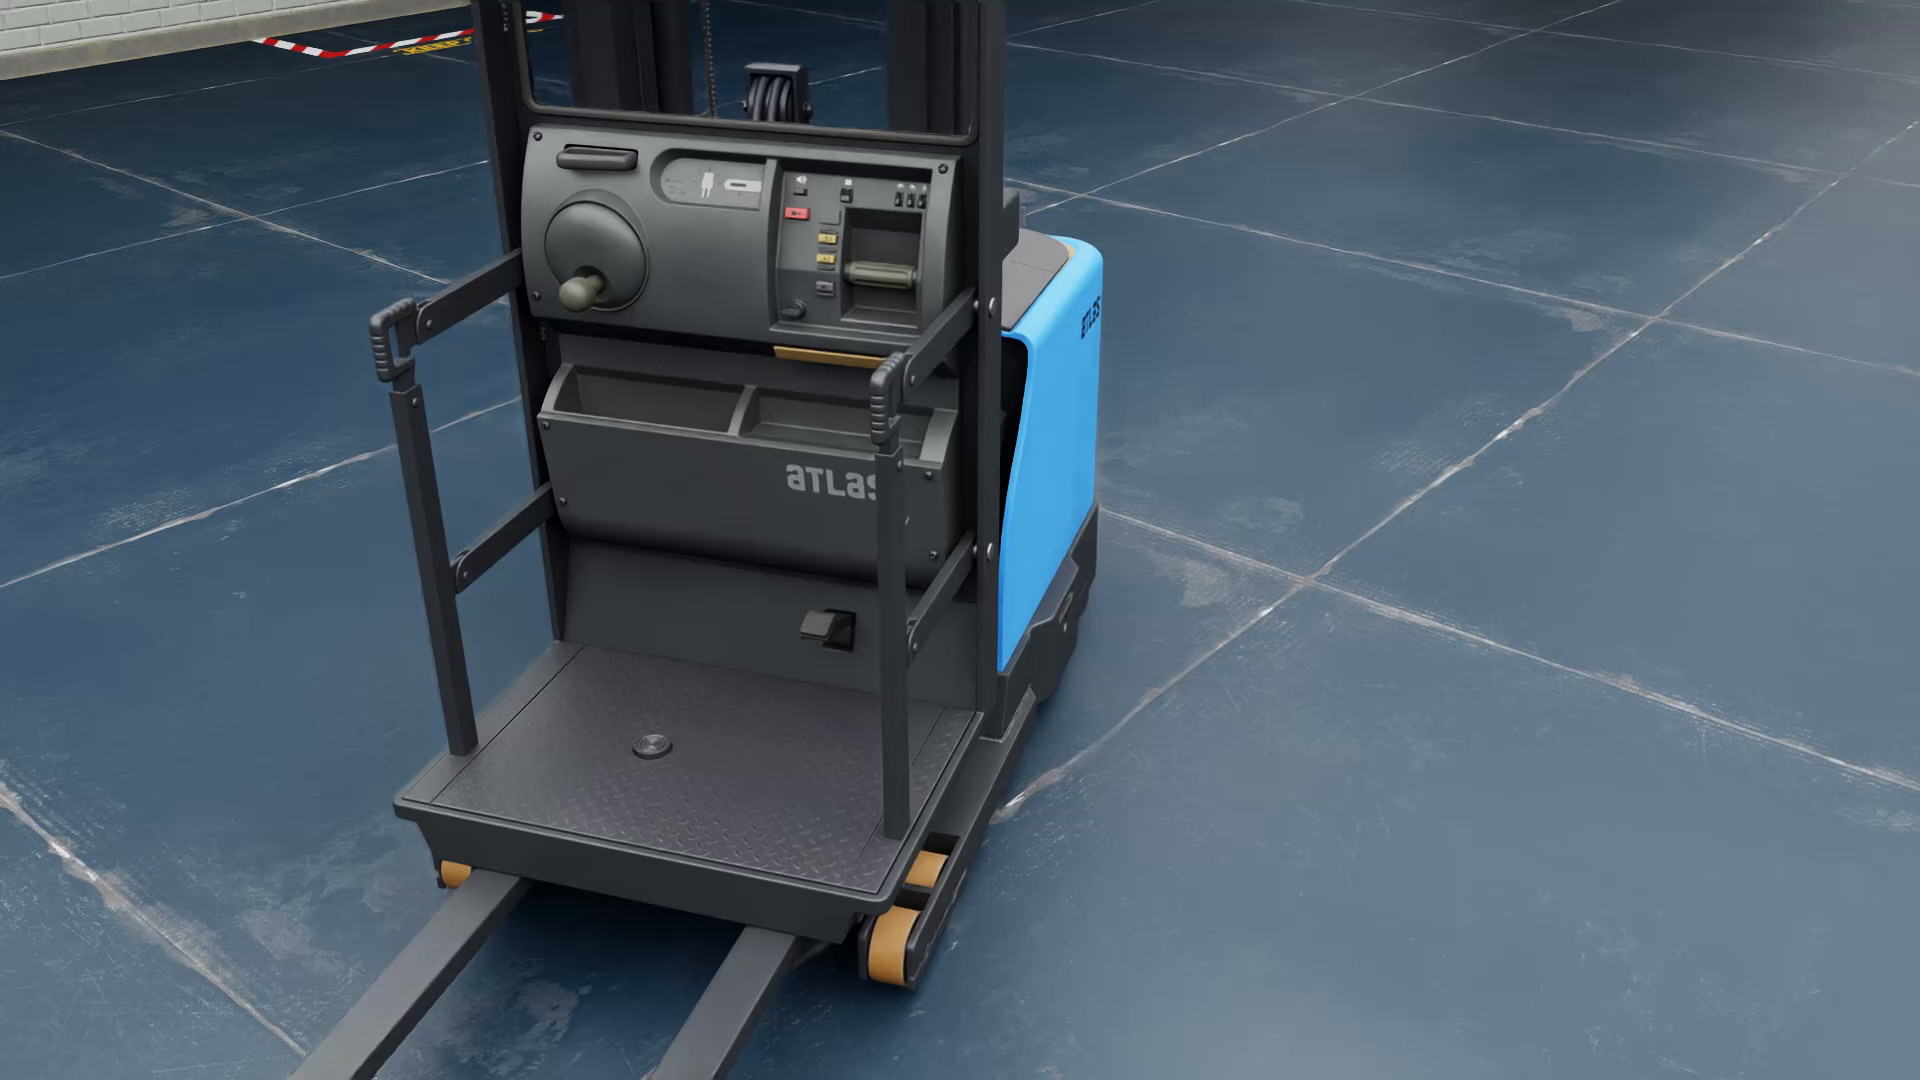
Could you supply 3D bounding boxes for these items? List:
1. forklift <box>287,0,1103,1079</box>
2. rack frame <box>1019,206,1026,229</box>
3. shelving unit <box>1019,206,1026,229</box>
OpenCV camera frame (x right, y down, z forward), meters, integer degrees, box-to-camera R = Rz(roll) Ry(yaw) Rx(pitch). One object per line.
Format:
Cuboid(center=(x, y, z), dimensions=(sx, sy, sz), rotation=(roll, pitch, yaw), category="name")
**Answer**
Cuboid(center=(-0.521, -0.580, 3.181), dimensions=(1.130, 2.935, 3.031), rotation=(8, 28, 15), category="forklift")
Cuboid(center=(0.112, -0.529, 5.129), dimensions=(0.200, 1.050, 0.008), rotation=(21, 34, 34), category="rack frame")
Cuboid(center=(0.034, -0.485, 5.045), dimensions=(0.215, 1.050, 0.252), rotation=(21, 34, 34), category="shelving unit")
